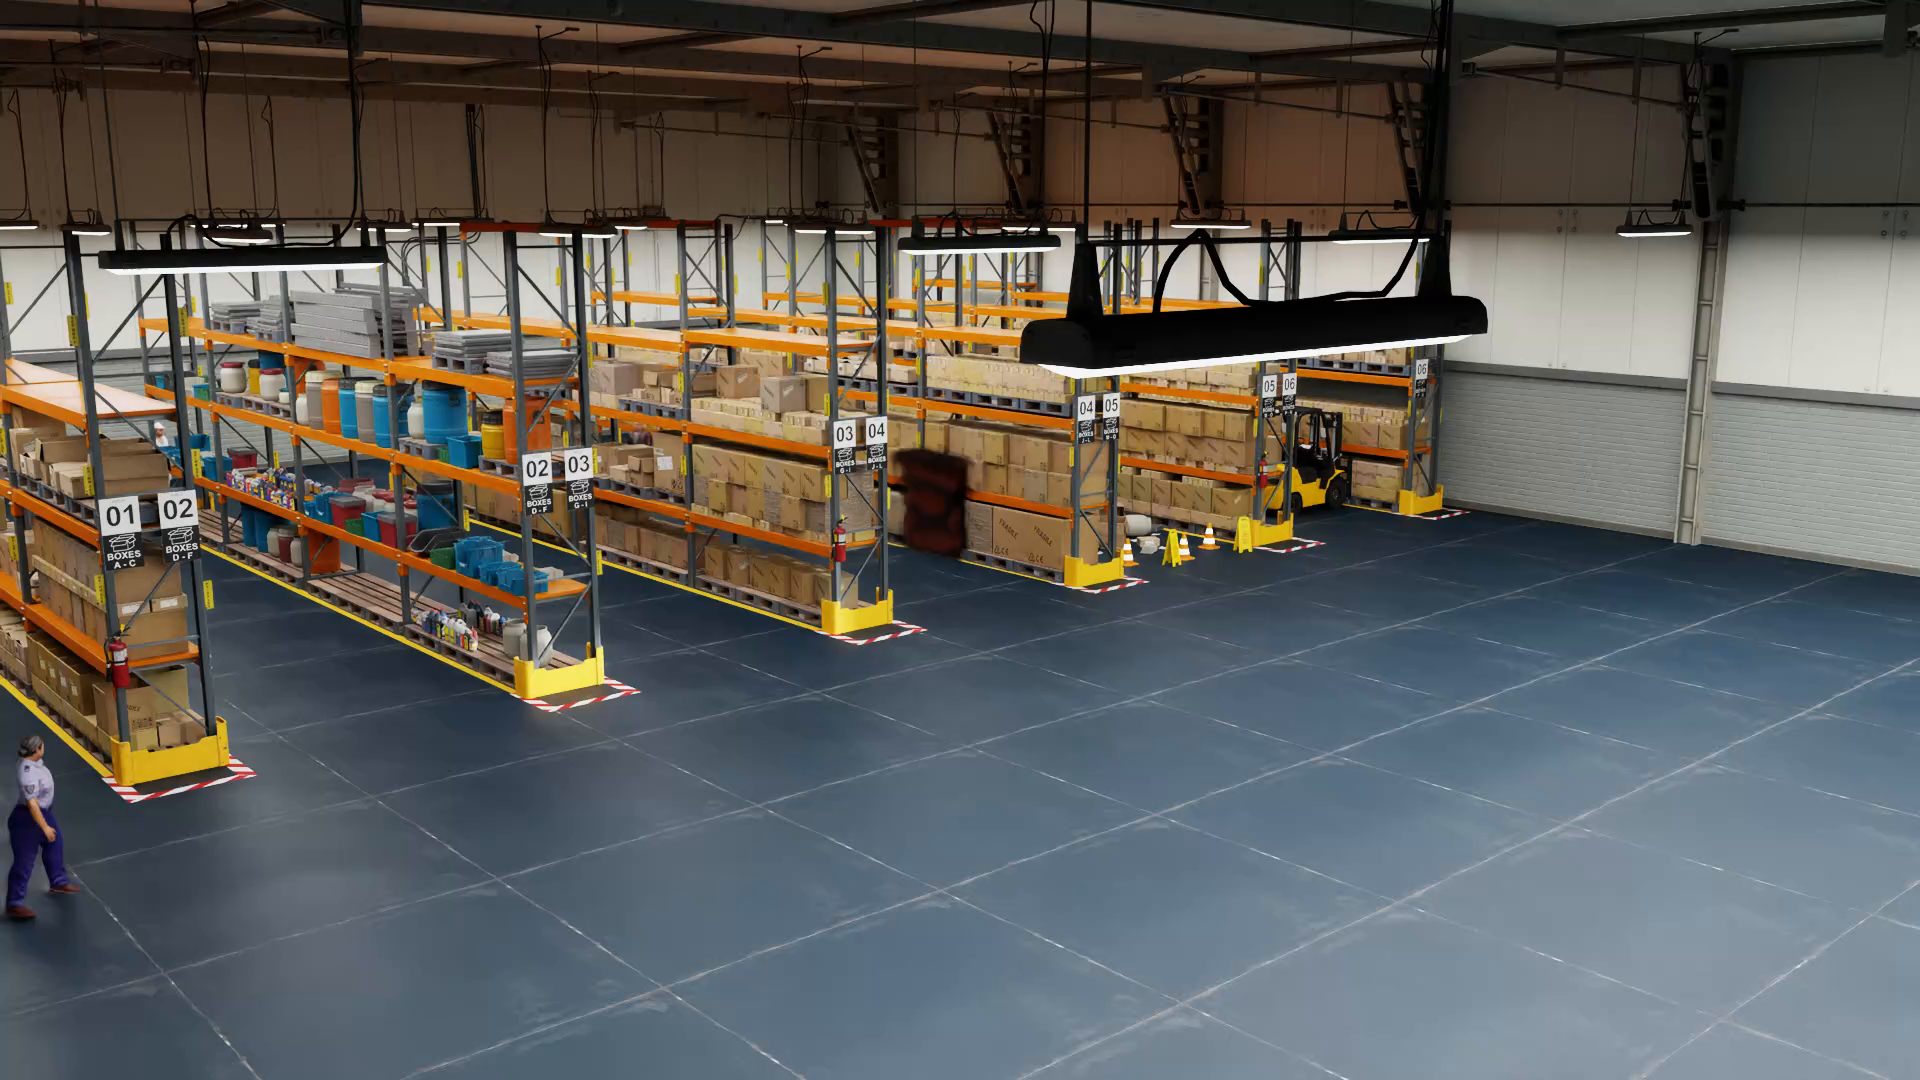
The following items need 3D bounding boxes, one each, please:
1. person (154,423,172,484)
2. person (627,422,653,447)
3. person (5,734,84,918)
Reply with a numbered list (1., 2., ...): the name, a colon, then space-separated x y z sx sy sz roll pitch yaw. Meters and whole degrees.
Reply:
1. person: -16.941 -1.572 35.209 0.600 1.828 0.420 -11 16 -43
2. person: -6.922 -1.731 35.894 0.670 1.785 0.442 4 12 20
3. person: -8.419 2.571 15.137 0.553 1.663 0.680 -3 12 -16
